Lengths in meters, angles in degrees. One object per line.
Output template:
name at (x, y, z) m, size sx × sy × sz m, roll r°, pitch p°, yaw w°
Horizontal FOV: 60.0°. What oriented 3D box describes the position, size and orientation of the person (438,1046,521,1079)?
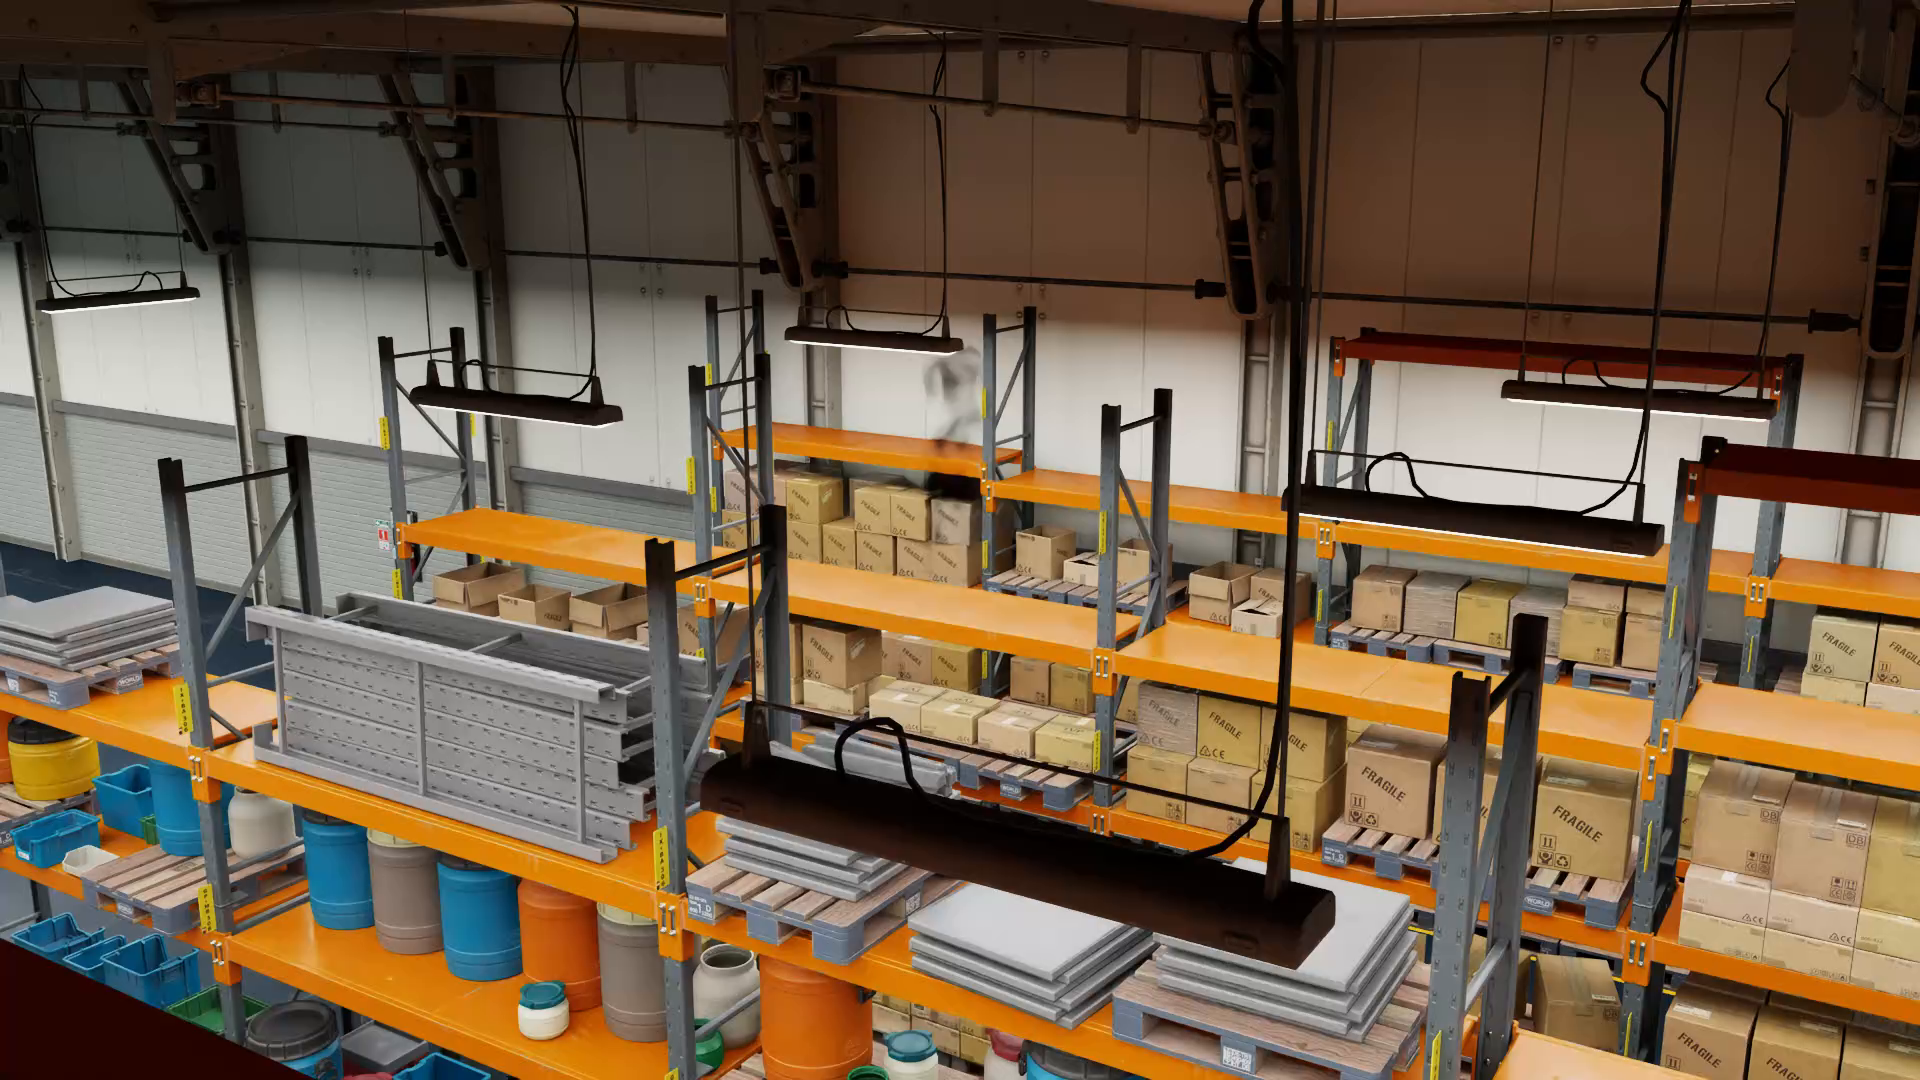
person at (-4.078, 3.841, 13.818) m, size 1.068 × 1.757 × 0.702 m, roll 5°, pitch 15°, yaw 21°
